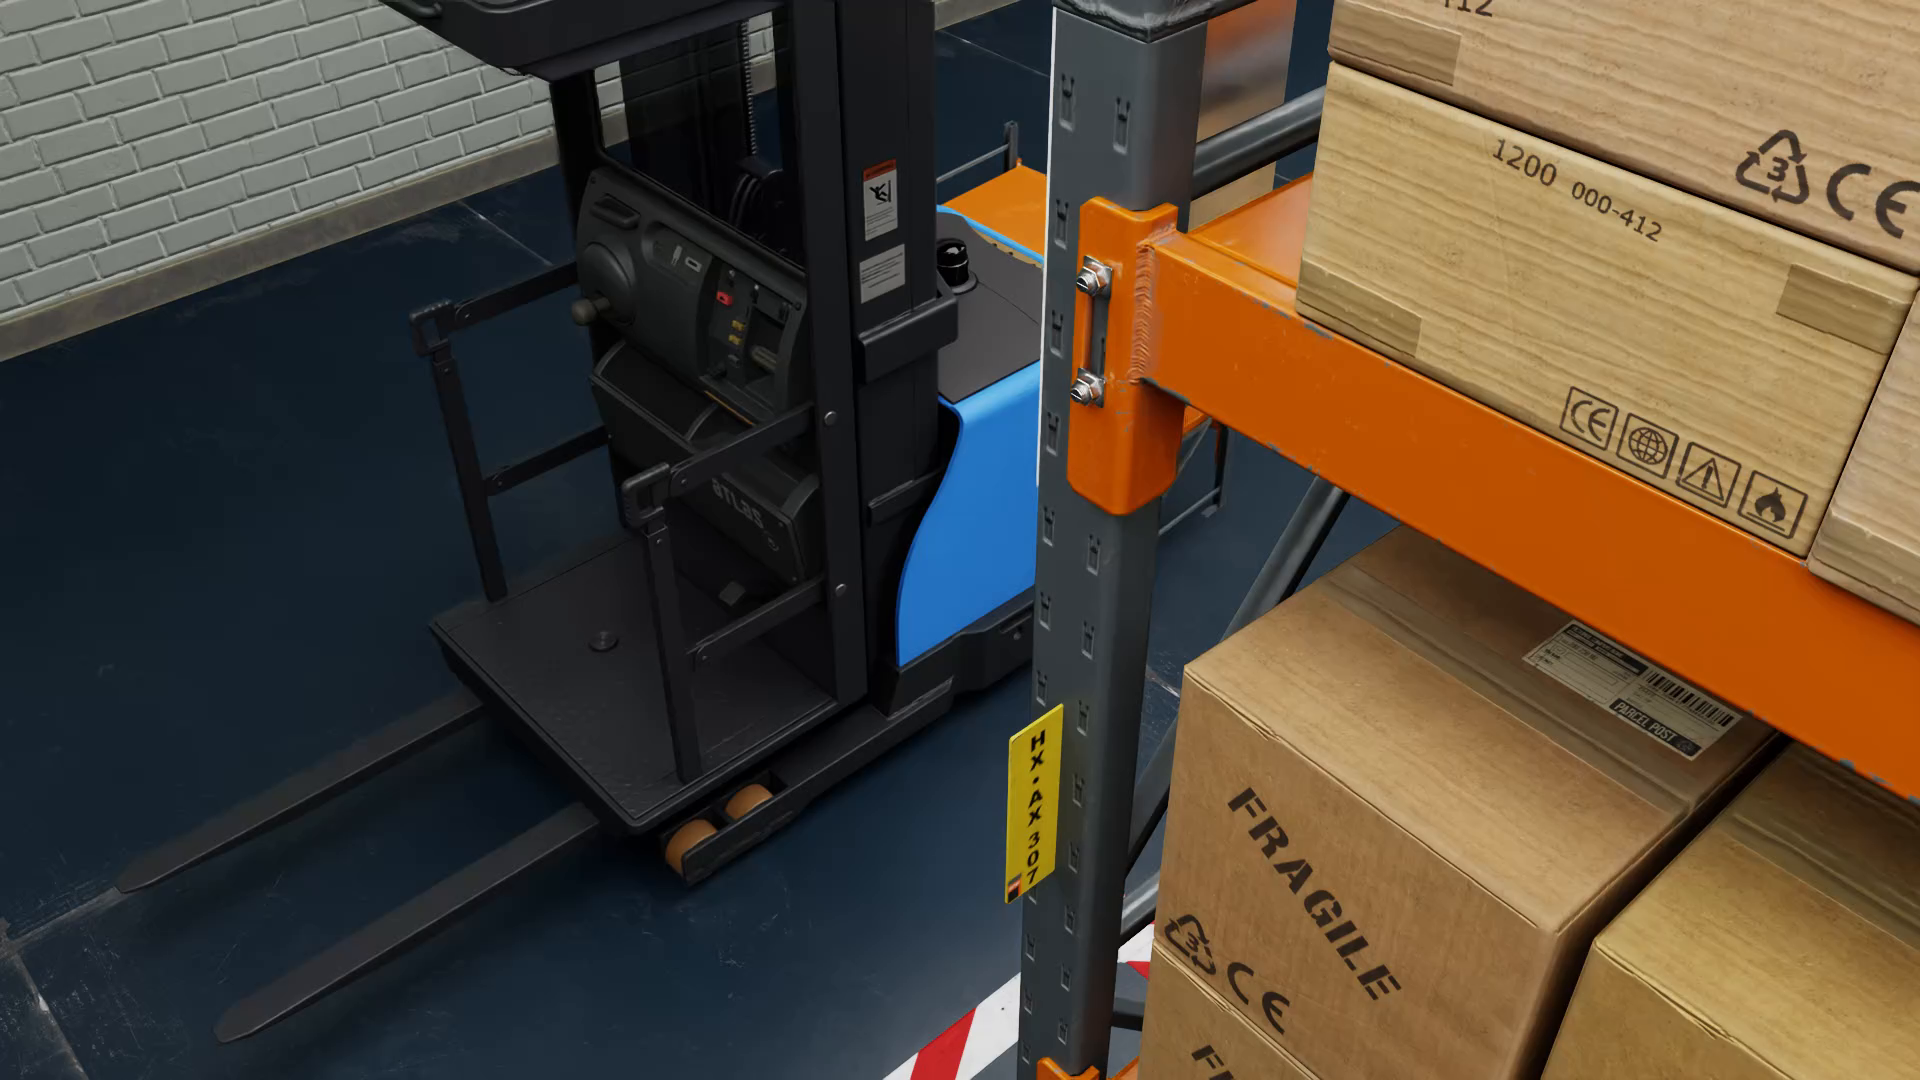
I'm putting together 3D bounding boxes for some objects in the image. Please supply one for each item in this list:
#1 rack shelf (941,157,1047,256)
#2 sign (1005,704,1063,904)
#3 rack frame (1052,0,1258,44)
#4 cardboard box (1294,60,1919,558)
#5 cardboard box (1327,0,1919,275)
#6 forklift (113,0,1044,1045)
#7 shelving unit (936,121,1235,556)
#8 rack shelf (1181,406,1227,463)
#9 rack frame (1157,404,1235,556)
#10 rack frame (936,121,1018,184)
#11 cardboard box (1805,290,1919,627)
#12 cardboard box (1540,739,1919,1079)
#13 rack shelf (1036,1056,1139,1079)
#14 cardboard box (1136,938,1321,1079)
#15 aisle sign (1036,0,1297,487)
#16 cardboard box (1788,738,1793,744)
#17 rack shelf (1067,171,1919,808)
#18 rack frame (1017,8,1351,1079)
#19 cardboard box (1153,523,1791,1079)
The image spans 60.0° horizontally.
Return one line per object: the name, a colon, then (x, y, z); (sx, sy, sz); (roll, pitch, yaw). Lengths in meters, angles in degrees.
rack shelf: (0.392, -0.903, 5.507); (1.000, 0.278, 0.538); (30, 48, 32)
sign: (0.101, 0.358, 2.231); (0.100, 0.325, 0.005); (-30, 48, -32)
rack frame: (0.500, -1.870, 0.904); (1.000, 3.000, 0.127); (-30, 48, -32)
cardboard box: (0.661, -0.299, 1.465); (0.500, 0.250, 0.500); (-30, 48, -32)
cardboard box: (0.656, -0.491, 1.305); (0.500, 0.250, 0.500); (-30, 48, -32)
forklift: (-0.853, -0.574, 4.129); (3.031, 2.935, 1.130); (-30, 48, -32)
shelving unit: (0.392, -0.675, 5.691); (1.048, 1.125, 0.538); (30, 48, 32)
rack shelf: (0.392, -0.485, 5.845); (1.000, 0.278, 0.538); (30, 48, 32)
rack frame: (0.764, -0.458, 5.421); (0.032, 1.125, 0.500); (30, 48, 32)
rack frame: (0.020, -0.893, 5.961); (0.032, 1.125, 0.500); (30, 48, 32)
cardboard box: (0.989, -0.062, 1.172); (0.500, 0.250, 0.500); (-30, 48, -32)
cardboard box: (0.965, 0.592, 1.754); (0.500, 0.500, 0.500); (-29, 47, -31)
rack shelf: (1.853, 1.669, 1.868); (1.077, 0.370, 4.000); (-30, 48, -32)
cardboard box: (0.606, 0.742, 2.364); (0.500, 0.500, 0.500); (-29, 47, -31)
aisle sign: (0.238, -0.454, 1.856); (0.394, 0.787, 0.004); (-30, 48, -32)
cardboard box: (1.004, 0.125, 2.333); (0.500, 0.500, 0.500); (-30, 48, -32)
rack shelf: (1.853, 0.502, 0.926); (1.077, 0.370, 4.000); (-30, 48, -32)
rack frame: (0.500, 0.464, 2.788); (1.000, 3.000, 0.127); (-30, 48, -32)
cardboard box: (0.606, 0.353, 2.050); (0.500, 0.500, 0.500); (-28, 47, -31)
